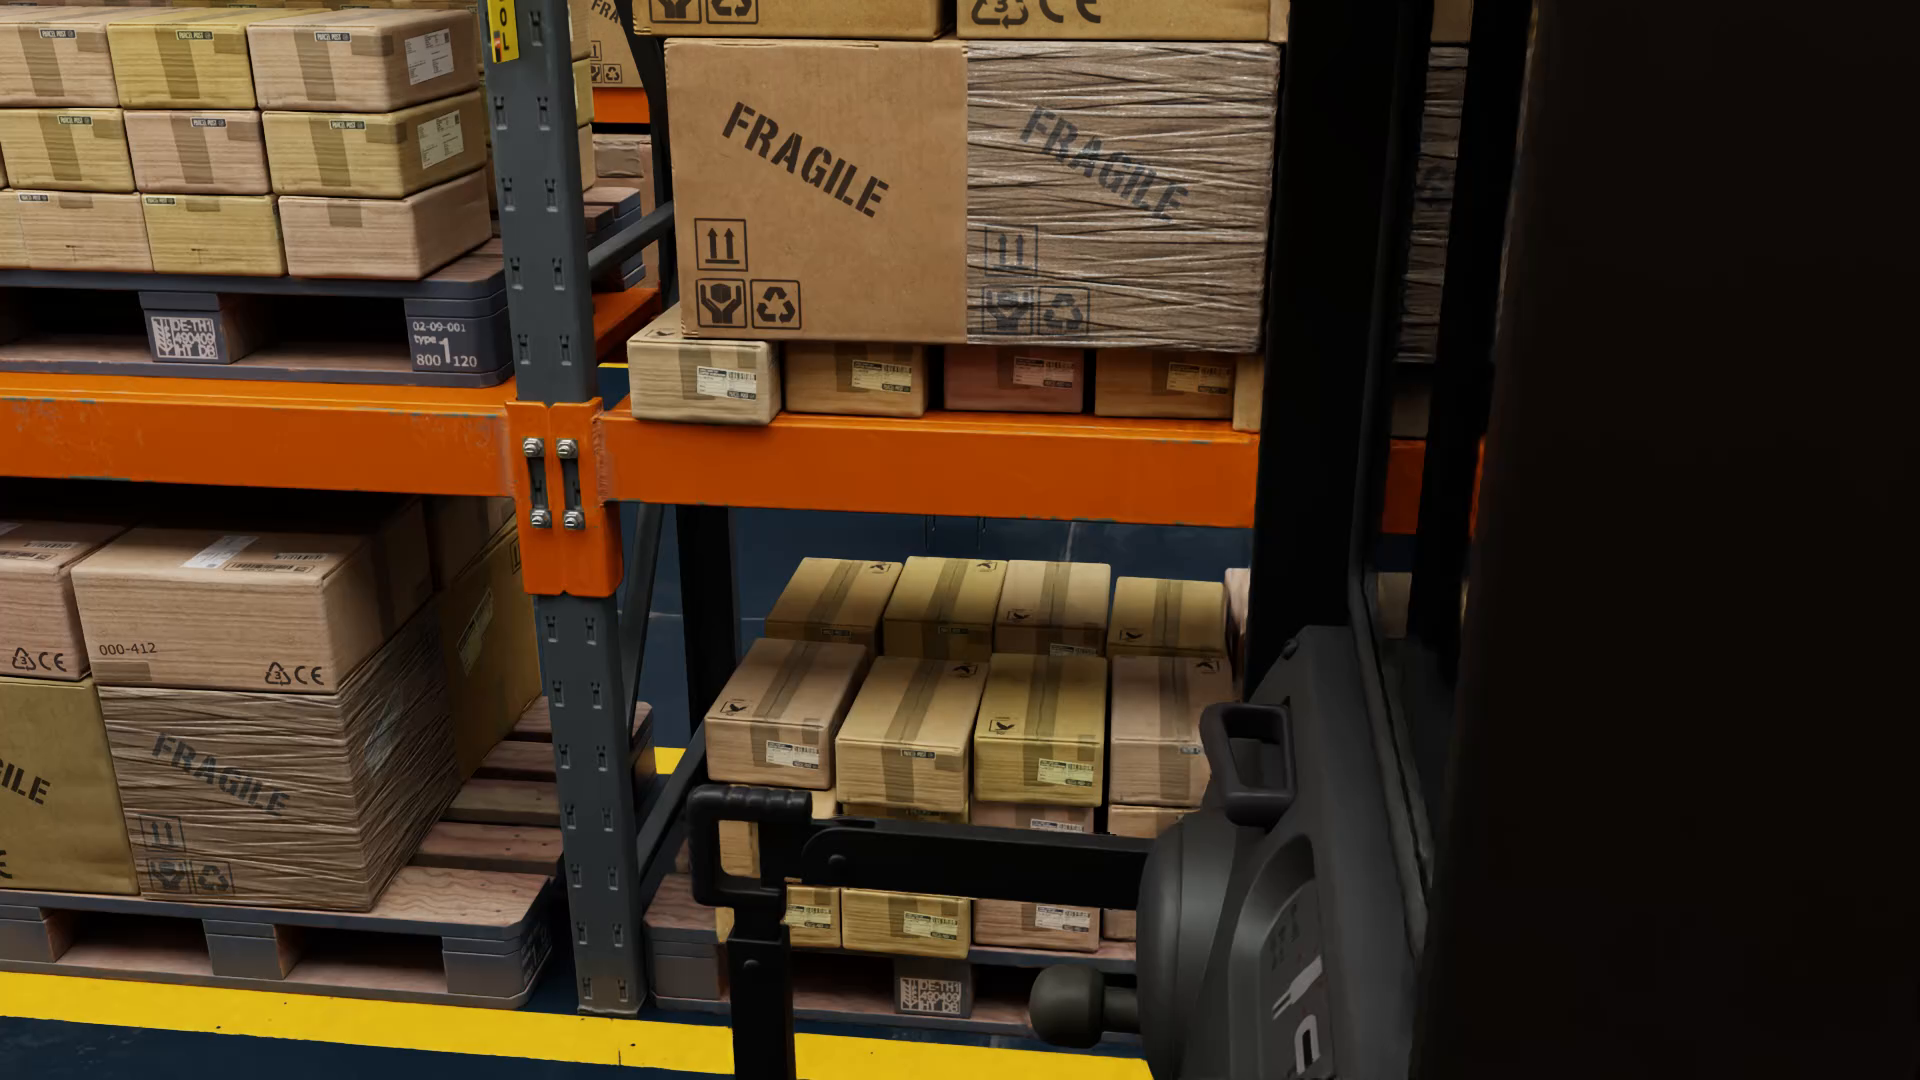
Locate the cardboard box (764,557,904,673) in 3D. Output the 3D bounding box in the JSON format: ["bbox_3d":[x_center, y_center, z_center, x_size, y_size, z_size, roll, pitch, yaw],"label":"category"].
[{"bbox_3d":[-0.287,0.184,3.891,0.250,0.149,0.380,3,22,8],"label":"cardboard box"}]

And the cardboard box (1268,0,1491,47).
[{"bbox_3d":[0.762,-1.081,2.695,0.500,0.500,0.500,3,22,7],"label":"cardboard box"}]

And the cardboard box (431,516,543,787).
[{"bbox_3d":[-1.373,0.248,4.061,0.500,0.500,0.500,3,22,8],"label":"cardboard box"}]

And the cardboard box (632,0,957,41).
[{"bbox_3d":[-0.251,-1.131,2.821,0.500,0.500,0.500,3,22,8],"label":"cardboard box"}]

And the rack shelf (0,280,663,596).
[{"bbox_3d":[-2.657,-0.342,3.704,4.000,0.370,1.077,2,22,6],"label":"rack shelf"}]

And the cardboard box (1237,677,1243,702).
[{"bbox_3d":[0.675,0.425,3.283,0.250,0.149,0.380,3,22,7],"label":"cardboard box"}]

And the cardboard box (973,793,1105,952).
[{"bbox_3d":[0.170,0.677,3.454,0.250,0.149,0.380,2,22,6],"label":"cardboard box"}]

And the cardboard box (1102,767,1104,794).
[{"bbox_3d":[0.277,0.463,3.996,0.250,0.149,0.380,2,22,5],"label":"cardboard box"}]

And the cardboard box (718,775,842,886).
[{"bbox_3d":[-0.348,0.535,3.409,0.250,0.149,0.380,3,22,9],"label":"cardboard box"}]

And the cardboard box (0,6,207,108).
[{"bbox_3d":[-1.616,-0.914,3.134,0.250,0.149,0.380,2,22,5],"label":"cardboard box"}]

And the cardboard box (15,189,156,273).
[{"bbox_3d":[-1.594,-0.636,3.239,0.250,0.149,0.380,2,22,6],"label":"cardboard box"}]

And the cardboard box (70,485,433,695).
[{"bbox_3d":[-1.440,0.088,3.445,0.500,0.250,0.500,2,22,5],"label":"cardboard box"}]

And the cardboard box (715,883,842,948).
[{"bbox_3d":[-0.347,0.673,3.463,0.250,0.149,0.380,2,22,4],"label":"cardboard box"}]

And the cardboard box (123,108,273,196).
[{"bbox_3d":[-1.351,-0.763,3.156,0.250,0.149,0.380,3,22,7],"label":"cardboard box"}]

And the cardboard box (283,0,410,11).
[{"bbox_3d":[-1.286,-1.140,3.705,0.250,0.149,0.380,3,22,8],"label":"cardboard box"}]

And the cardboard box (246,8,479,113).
[{"bbox_3d":[-1.092,-0.891,3.076,0.250,0.149,0.380,3,22,9],"label":"cardboard box"}]

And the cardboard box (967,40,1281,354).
[{"bbox_3d":[0.284,-0.643,2.945,0.500,0.500,0.500,2,22,6],"label":"cardboard box"}]

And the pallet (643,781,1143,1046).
[{"bbox_3d":[0.000,0.723,3.824,1.213,0.211,1.003,2,22,6],"label":"pallet"}]

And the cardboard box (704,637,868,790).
[{"bbox_3d":[-0.353,0.354,3.461,0.250,0.149,0.380,3,22,8],"label":"cardboard box"}]

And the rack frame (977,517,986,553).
[{"bbox_3d":[0.076,-0.555,5.711,0.006,1.200,0.240,2,22,6],"label":"rack frame"}]

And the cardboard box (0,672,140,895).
[{"bbox_3d":[-1.945,0.415,3.640,0.500,0.500,0.500,2,22,5],"label":"cardboard box"}]

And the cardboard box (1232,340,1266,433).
[{"bbox_3d":[0.620,-0.316,3.002,0.250,0.149,0.380,3,22,7],"label":"cardboard box"}]

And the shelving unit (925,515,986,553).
[{"bbox_3d":[-0.014,-0.559,5.721,0.189,1.200,0.258,2,22,6],"label":"shelving unit"}]

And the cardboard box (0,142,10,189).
[{"bbox_3d":[-1.869,-0.785,3.211,0.250,0.149,0.380,2,22,5],"label":"cardboard box"}]

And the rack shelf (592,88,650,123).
[{"bbox_3d":[-1.973,-2.149,8.273,4.000,0.370,1.077,2,22,6],"label":"rack shelf"}]

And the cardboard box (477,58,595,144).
[{"bbox_3d":[-1.008,-0.992,3.735,0.250,0.149,0.380,3,22,7],"label":"cardboard box"}]

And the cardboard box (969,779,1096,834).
[{"bbox_3d":[0.160,0.510,3.471,0.250,0.149,0.380,2,22,6],"label":"cardboard box"}]

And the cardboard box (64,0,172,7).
[{"bbox_3d":[-1.787,-1.164,3.765,0.250,0.149,0.380,2,22,6],"label":"cardboard box"}]

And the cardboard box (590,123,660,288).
[{"bbox_3d":[-1.512,-1.663,8.384,0.875,0.875,1.225,2,22,4],"label":"cardboard box"}]

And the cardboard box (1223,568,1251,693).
[{"bbox_3d":[0.748,0.207,3.835,0.250,0.149,0.380,1,22,4],"label":"cardboard box"}]

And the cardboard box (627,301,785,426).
[{"bbox_3d":[-0.428,-0.341,3.065,0.250,0.149,0.380,3,22,8],"label":"cardboard box"}]

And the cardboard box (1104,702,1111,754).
[{"bbox_3d":[0.455,0.359,3.855,0.250,0.149,0.380,3,22,7],"label":"cardboard box"}]

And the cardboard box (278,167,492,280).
[{"bbox_3d":[-1.088,-0.613,3.182,0.250,0.149,0.380,2,22,5],"label":"cardboard box"}]

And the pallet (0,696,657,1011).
[{"bbox_3d":[-1.444,0.674,3.949,1.213,0.211,1.003,2,22,6],"label":"pallet"}]

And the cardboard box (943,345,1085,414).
[{"bbox_3d":[0.108,-0.365,3.125,0.250,0.149,0.380,2,22,4],"label":"cardboard box"}]

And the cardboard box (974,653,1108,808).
[{"bbox_3d":[0.170,0.381,3.394,0.250,0.149,0.380,2,22,6],"label":"cardboard box"}]

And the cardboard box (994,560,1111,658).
[{"bbox_3d":[0.220,0.189,3.879,0.250,0.149,0.380,2,22,6],"label":"cardboard box"}]
